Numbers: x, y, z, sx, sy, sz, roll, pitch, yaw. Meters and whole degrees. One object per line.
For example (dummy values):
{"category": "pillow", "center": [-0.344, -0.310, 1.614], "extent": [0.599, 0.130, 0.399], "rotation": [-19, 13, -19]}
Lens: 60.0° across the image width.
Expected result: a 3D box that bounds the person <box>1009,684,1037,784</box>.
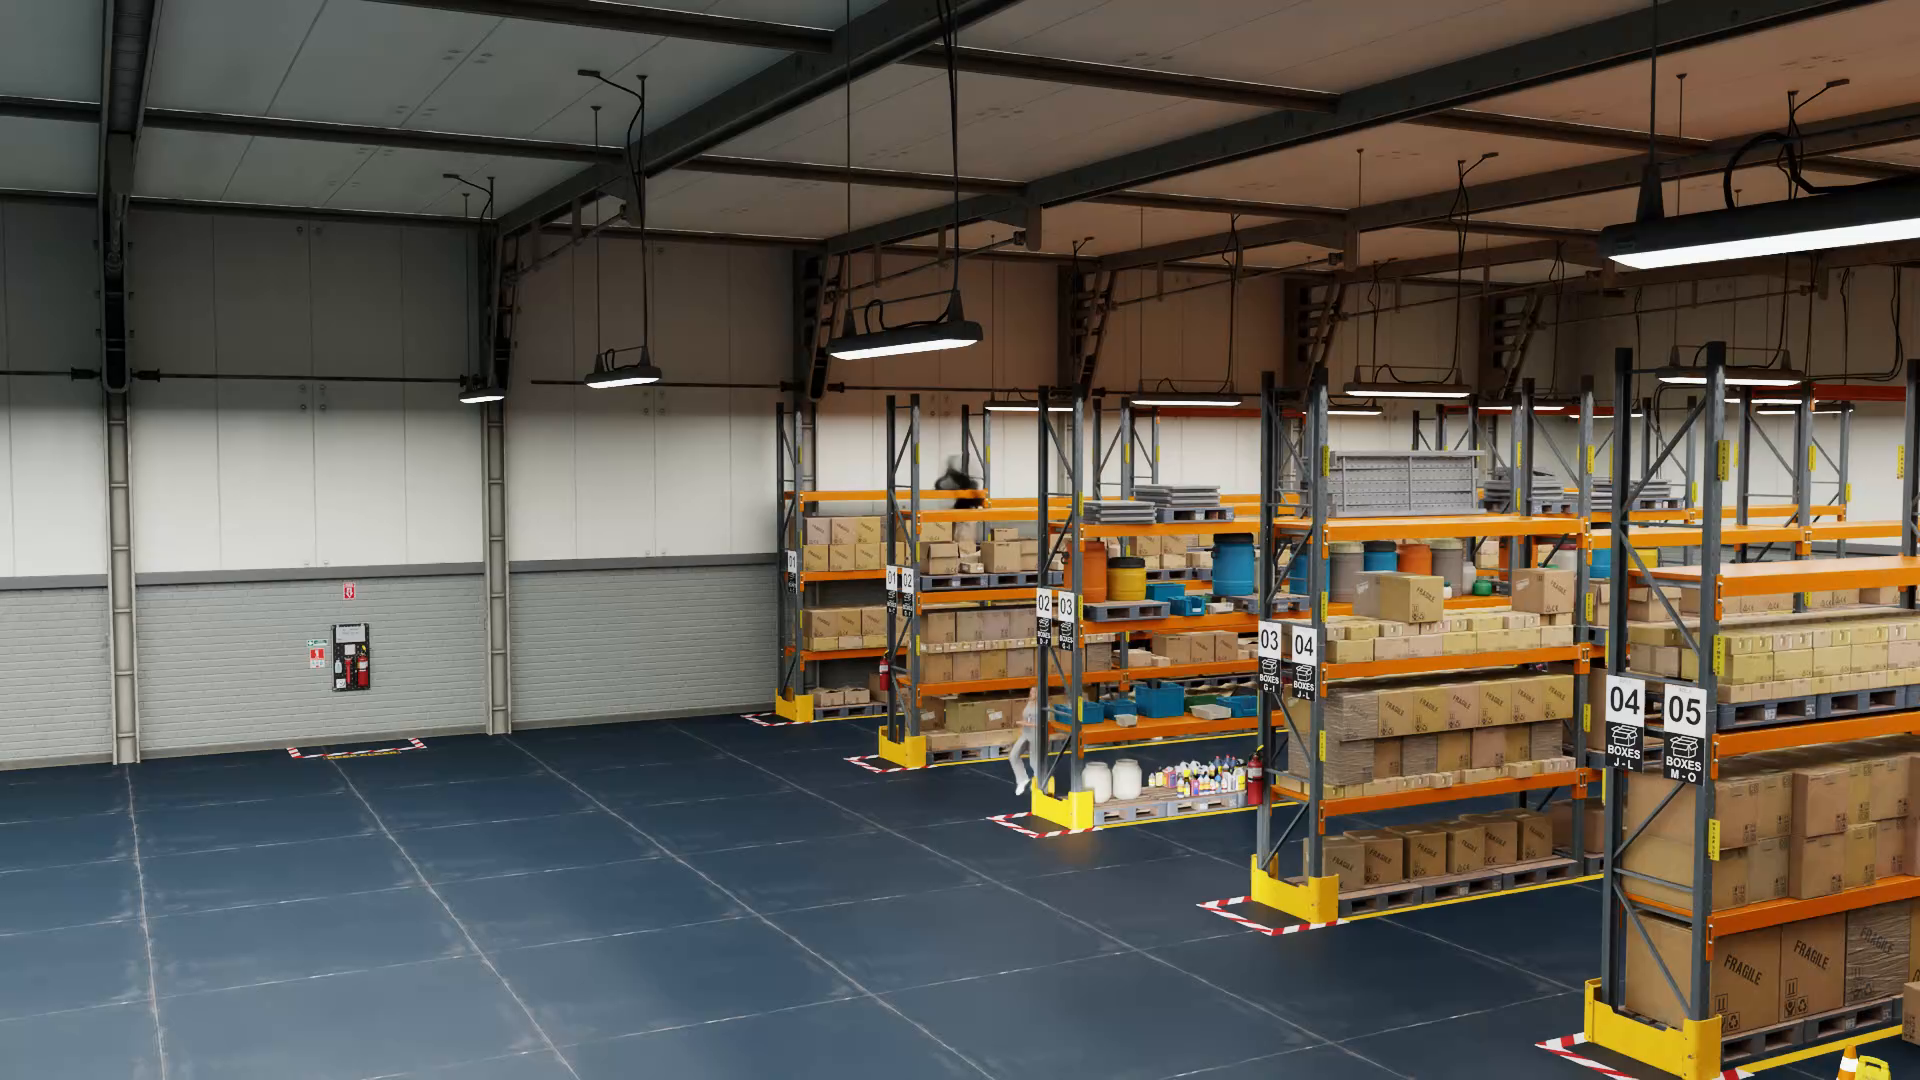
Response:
{"category": "person", "center": [1.086, 2.898, 24.622], "extent": [0.542, 1.558, 0.682], "rotation": [3, 4, 44]}
